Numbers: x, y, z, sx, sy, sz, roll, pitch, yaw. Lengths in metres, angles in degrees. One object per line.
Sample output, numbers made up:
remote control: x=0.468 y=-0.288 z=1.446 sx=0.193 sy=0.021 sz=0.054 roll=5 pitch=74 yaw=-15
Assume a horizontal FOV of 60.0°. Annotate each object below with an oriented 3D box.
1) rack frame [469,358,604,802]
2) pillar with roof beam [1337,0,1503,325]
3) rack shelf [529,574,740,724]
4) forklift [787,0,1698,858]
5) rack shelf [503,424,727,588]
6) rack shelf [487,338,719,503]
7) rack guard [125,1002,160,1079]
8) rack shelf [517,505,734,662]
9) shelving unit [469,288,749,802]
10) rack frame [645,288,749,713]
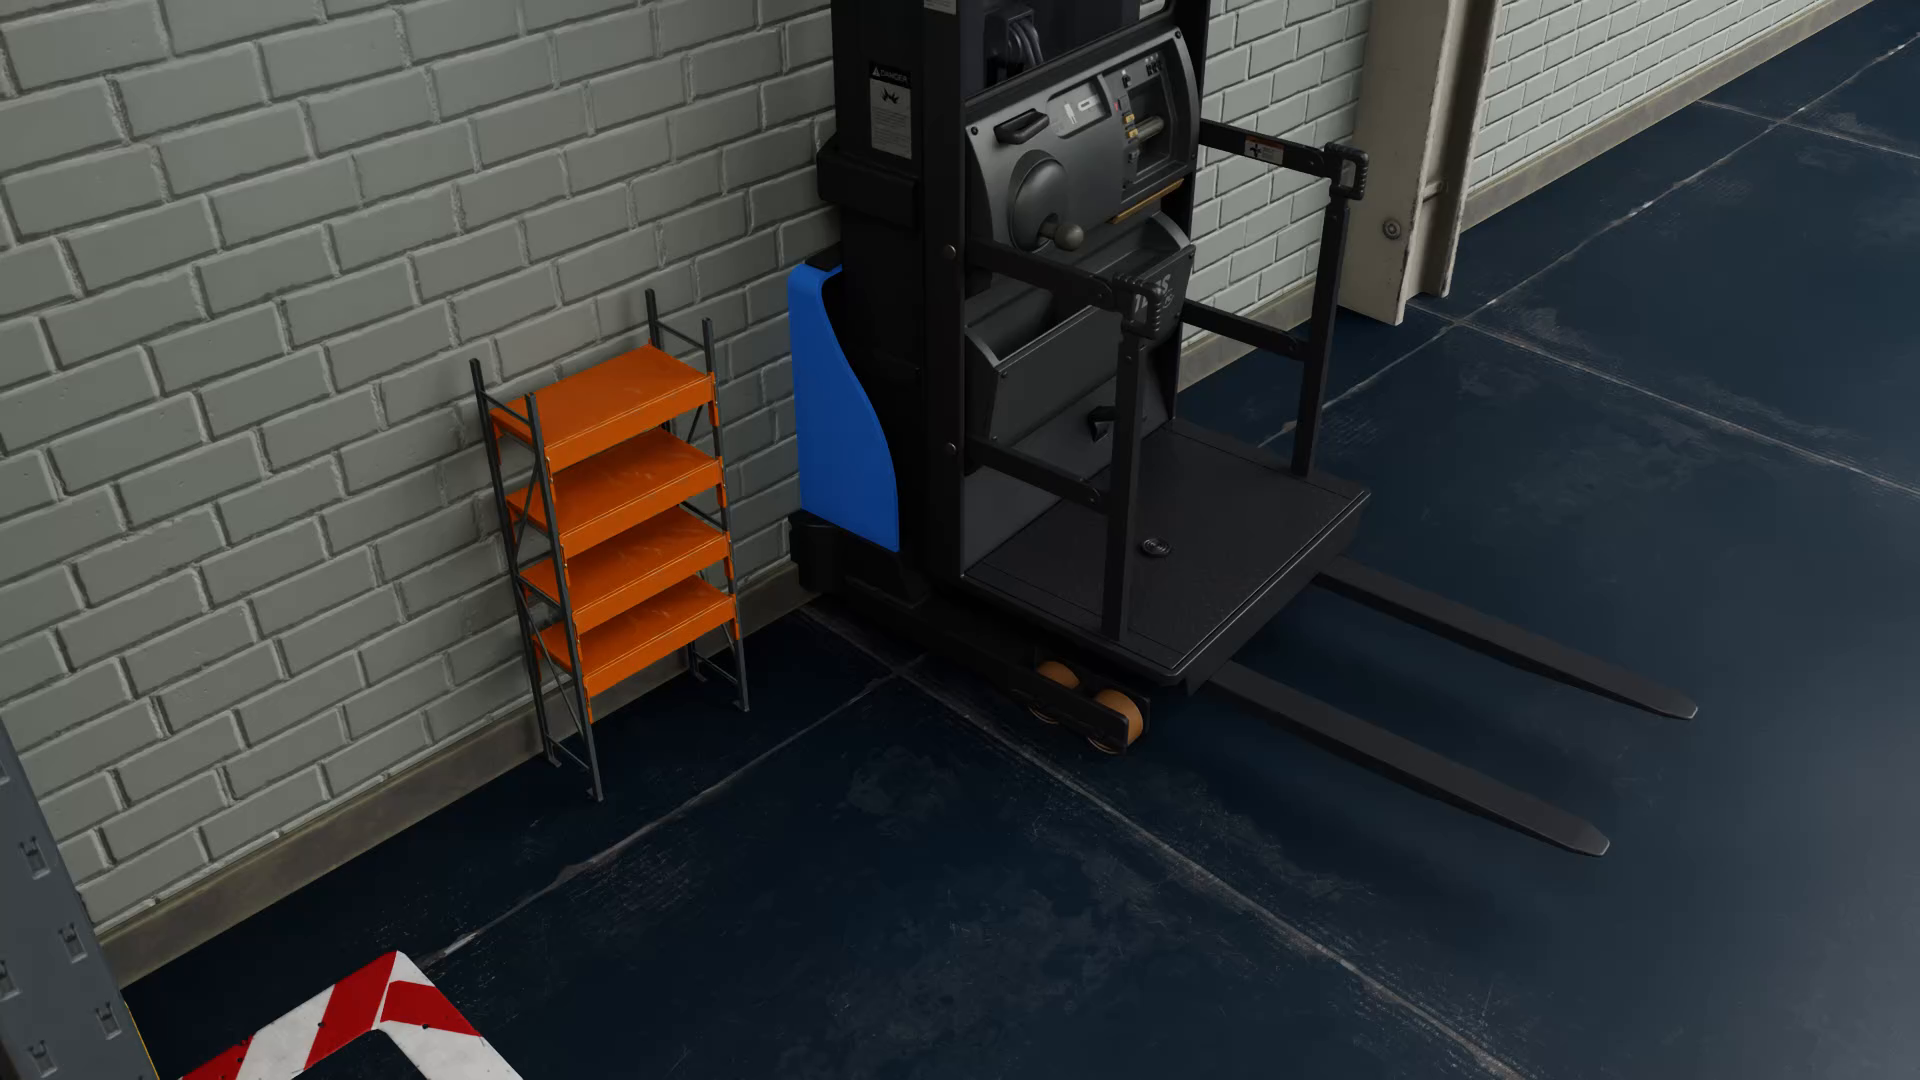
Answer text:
rack frame: x=-1.011 y=0.133 z=4.011 sx=0.240 sy=1.200 sz=0.015 roll=29 pitch=44 yaw=35
pillar with roof beam: x=4.770 y=-2.927 z=1.580 sx=9.100 sy=9.000 sz=0.400 roll=30 pitch=45 yaw=35
rack shelf: x=-0.841 y=0.251 z=4.307 sx=0.258 sy=0.148 sz=0.480 roll=29 pitch=44 yaw=35
forklift: x=0.493 y=-0.979 z=4.091 sx=3.031 sy=2.935 sz=1.130 roll=24 pitch=42 yaw=31
rack shelf: x=-0.841 y=-0.096 z=4.065 sx=0.258 sy=0.148 sz=0.480 roll=29 pitch=44 yaw=35
rack shelf: x=-0.841 y=-0.290 z=3.930 sx=0.258 sy=0.148 sz=0.480 roll=29 pitch=44 yaw=35
rack guard: x=-1.366 y=1.331 z=2.905 sx=1.175 sy=0.500 sz=0.348 roll=30 pitch=45 yaw=35
rack shelf: x=-0.841 y=0.088 z=4.193 sx=0.258 sy=0.148 sz=0.480 roll=29 pitch=44 yaw=35
shelving unit: x=-0.841 y=0.032 z=4.155 sx=0.258 sy=1.200 sz=0.503 roll=29 pitch=44 yaw=35
rack frame: x=-0.671 y=-0.068 z=4.298 sx=0.240 sy=1.200 sz=0.015 roll=29 pitch=44 yaw=35
